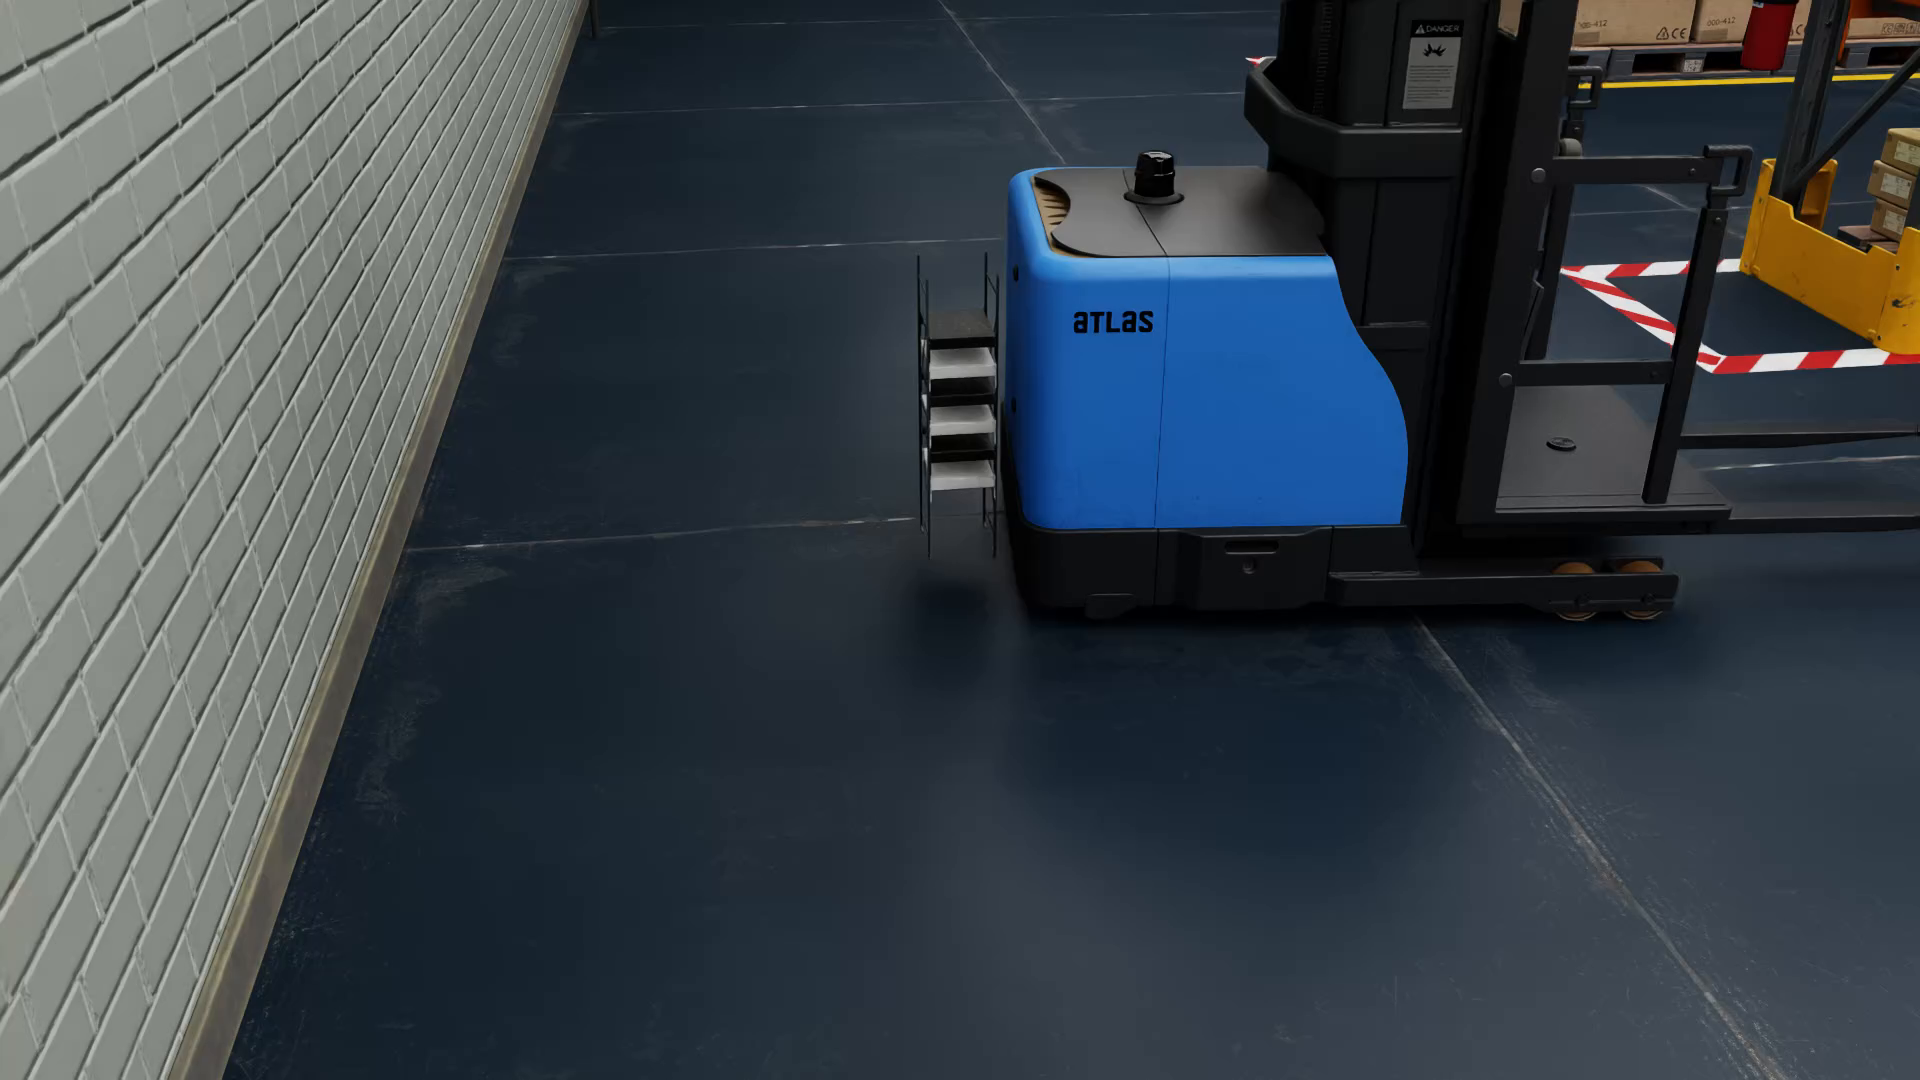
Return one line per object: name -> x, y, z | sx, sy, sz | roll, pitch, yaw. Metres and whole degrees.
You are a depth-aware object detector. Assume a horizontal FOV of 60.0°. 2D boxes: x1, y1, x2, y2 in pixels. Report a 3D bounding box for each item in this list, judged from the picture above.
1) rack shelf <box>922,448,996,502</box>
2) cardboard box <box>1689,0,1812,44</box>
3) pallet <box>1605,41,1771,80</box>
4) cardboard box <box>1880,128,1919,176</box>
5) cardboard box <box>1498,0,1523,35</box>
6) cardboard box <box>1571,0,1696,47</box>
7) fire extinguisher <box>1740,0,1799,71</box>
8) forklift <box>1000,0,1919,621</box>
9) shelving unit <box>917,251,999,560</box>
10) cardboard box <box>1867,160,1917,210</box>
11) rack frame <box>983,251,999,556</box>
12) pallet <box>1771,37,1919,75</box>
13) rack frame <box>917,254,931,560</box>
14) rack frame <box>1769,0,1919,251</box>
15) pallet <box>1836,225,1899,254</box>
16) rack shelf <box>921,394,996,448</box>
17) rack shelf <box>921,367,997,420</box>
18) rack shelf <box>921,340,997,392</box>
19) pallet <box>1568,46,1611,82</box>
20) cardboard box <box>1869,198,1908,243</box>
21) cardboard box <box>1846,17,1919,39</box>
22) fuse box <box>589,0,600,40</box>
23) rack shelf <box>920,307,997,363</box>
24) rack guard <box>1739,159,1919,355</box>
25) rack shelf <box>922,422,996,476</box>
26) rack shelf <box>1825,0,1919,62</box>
rack shelf -> -0.008, -0.210, 5.141 | 0.200, 0.077, 0.258 | -4, 27, -7
cardboard box -> 5.416, -3.831, 11.777 | 0.875, 0.438, 0.875 | -4, 27, -9
pallet -> 4.964, -3.500, 11.840 | 1.213, 0.211, 1.003 | -4, 27, -7
cardboard box -> 4.257, -1.678, 7.247 | 0.250, 0.149, 0.380 | -3, 27, -7
cardboard box -> 3.618, -3.712, 11.546 | 0.875, 0.438, 0.875 | -5, 28, -9
cardboard box -> 4.523, -3.774, 11.667 | 0.875, 0.438, 0.875 | -3, 27, -6
fire extinguisher -> 3.454, -2.339, 7.017 | 0.183, 0.674, 0.296 | -4, 27, -7
forklift -> 1.665, -1.312, 4.597 | 3.031, 2.935, 1.130 | -1, 27, -2
shelving unit -> -0.008, -0.400, 5.044 | 0.210, 0.900, 0.258 | -4, 27, -7
cardboard box -> 4.250, -1.560, 7.342 | 0.250, 0.149, 0.380 | -4, 27, -8
rack frame -> 0.093, -0.406, 5.056 | 0.006, 0.900, 0.240 | -4, 27, -7
pallet -> 6.175, -3.579, 11.994 | 1.213, 0.211, 1.003 | -4, 27, -7
rack frame -> -0.109, -0.393, 5.031 | 0.006, 0.900, 0.240 | -4, 27, -7
rack frame -> 3.768, -2.347, 6.539 | 0.127, 3.000, 1.000 | -4, 27, -7
pallet -> 4.652, -1.147, 7.254 | 1.213, 0.211, 1.003 | -4, 27, -7
rack shelf -> -0.008, -0.370, 5.059 | 0.200, 0.077, 0.258 | -4, 27, -7
rack shelf -> -0.008, -0.450, 5.018 | 0.200, 0.077, 0.258 | -4, 27, -7
rack shelf -> -0.008, -0.530, 4.977 | 0.200, 0.077, 0.258 | -4, 27, -7
pallet -> 3.759, -3.424, 11.692 | 1.213, 0.211, 1.003 | -4, 27, -7
cardboard box -> 4.260, -1.393, 7.342 | 0.250, 0.149, 0.380 | -3, 27, -6
cardboard box -> 6.302, -3.888, 11.889 | 0.875, 0.438, 0.875 | -4, 27, -8
fuse box -> -2.751, -4.595, 12.331 | 0.414, 1.711, 0.539 | -4, 27, -7
rack shelf -> -0.008, -0.610, 4.936 | 0.200, 0.077, 0.258 | -4, 27, -7
rack guard -> 3.843, -1.240, 7.119 | 0.348, 0.500, 1.175 | -4, 27, -7
rack shelf -> -0.008, -0.290, 5.100 | 0.200, 0.077, 0.258 | -4, 27, -7
rack shelf -> 5.748, -2.154, 6.951 | 4.000, 0.370, 1.077 | -4, 27, -7
